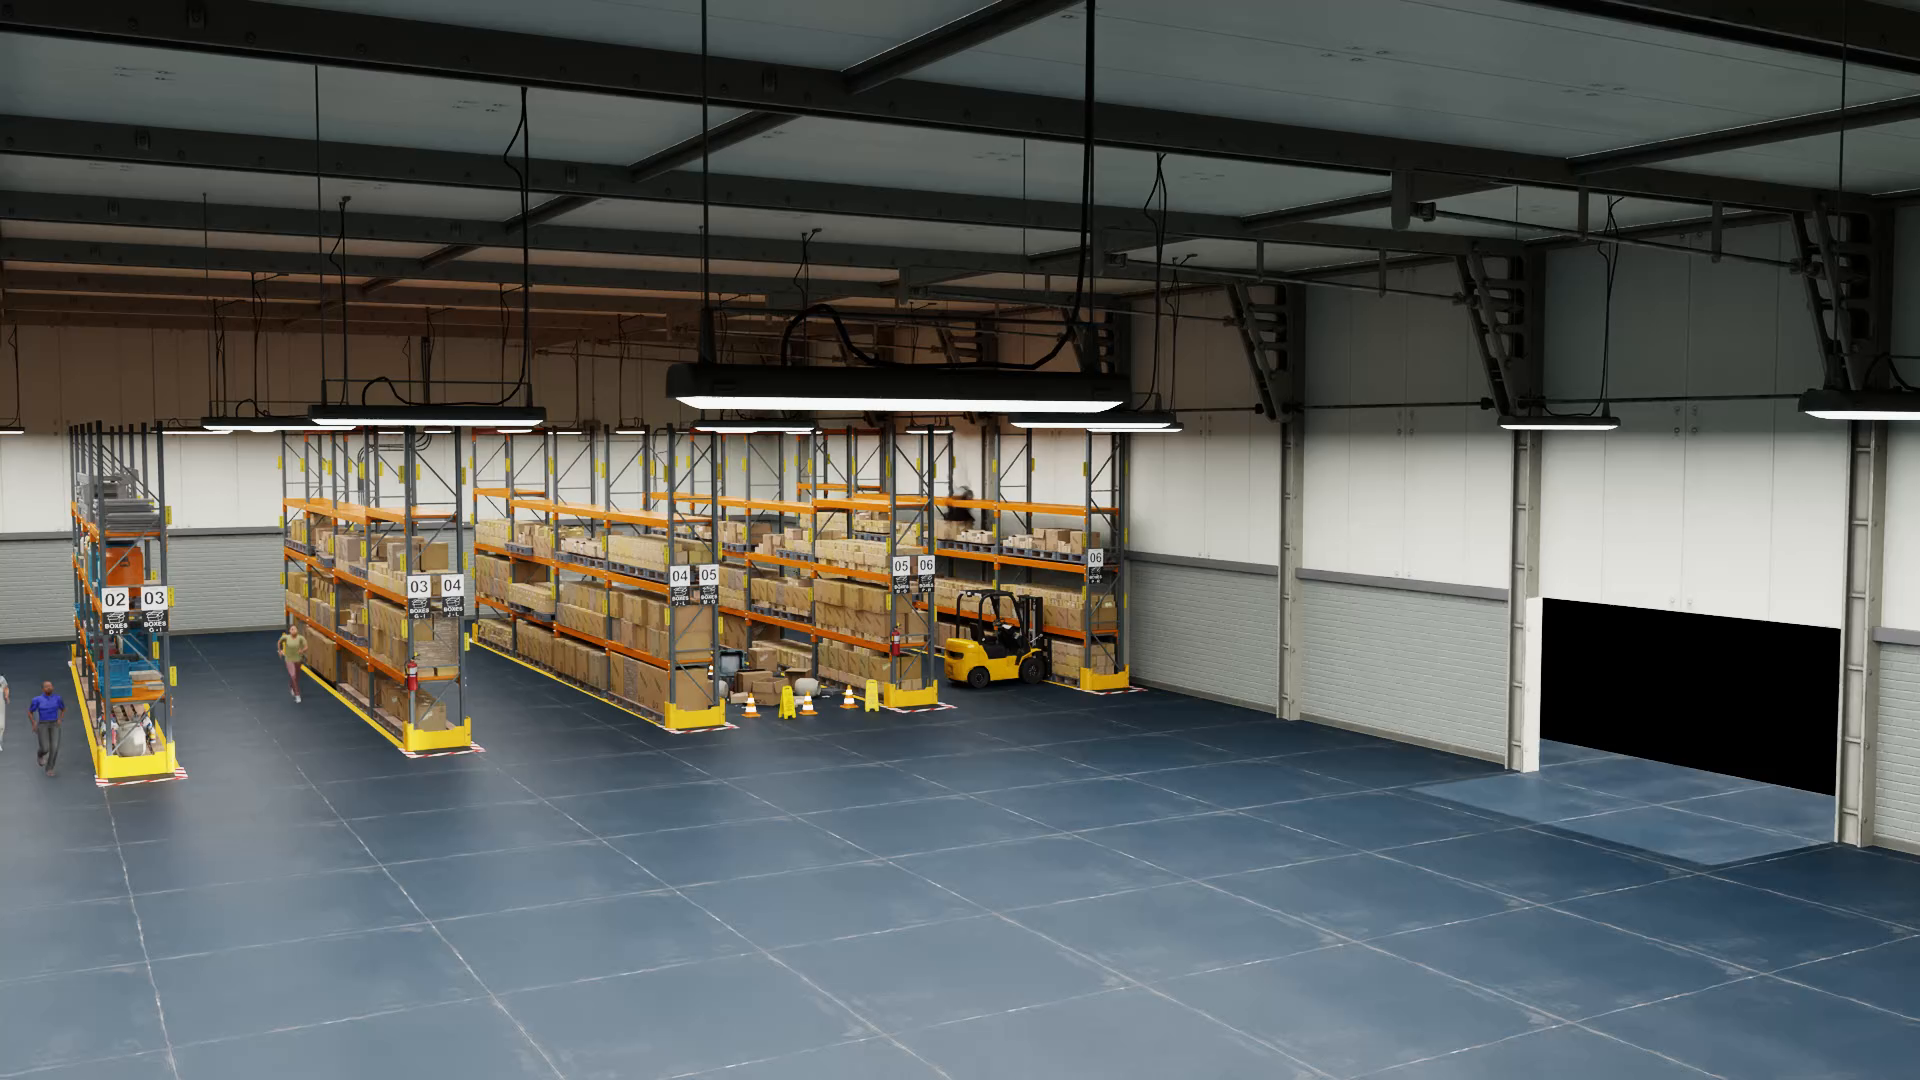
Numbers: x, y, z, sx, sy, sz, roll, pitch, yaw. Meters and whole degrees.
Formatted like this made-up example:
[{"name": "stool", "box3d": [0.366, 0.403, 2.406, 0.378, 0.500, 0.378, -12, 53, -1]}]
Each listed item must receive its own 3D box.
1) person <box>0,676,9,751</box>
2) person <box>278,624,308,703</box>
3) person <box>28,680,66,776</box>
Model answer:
[{"name": "person", "box3d": [-17.661, 3.029, 30.388, 0.702, 1.622, 0.568, 3, 5, 44]}, {"name": "person", "box3d": [-14.507, 2.652, 36.213, 0.598, 1.674, 1.012, -2, 4, -29]}, {"name": "person", "box3d": [-15.478, 3.198, 28.232, 0.572, 1.581, 0.558, -3, 5, -38]}]
